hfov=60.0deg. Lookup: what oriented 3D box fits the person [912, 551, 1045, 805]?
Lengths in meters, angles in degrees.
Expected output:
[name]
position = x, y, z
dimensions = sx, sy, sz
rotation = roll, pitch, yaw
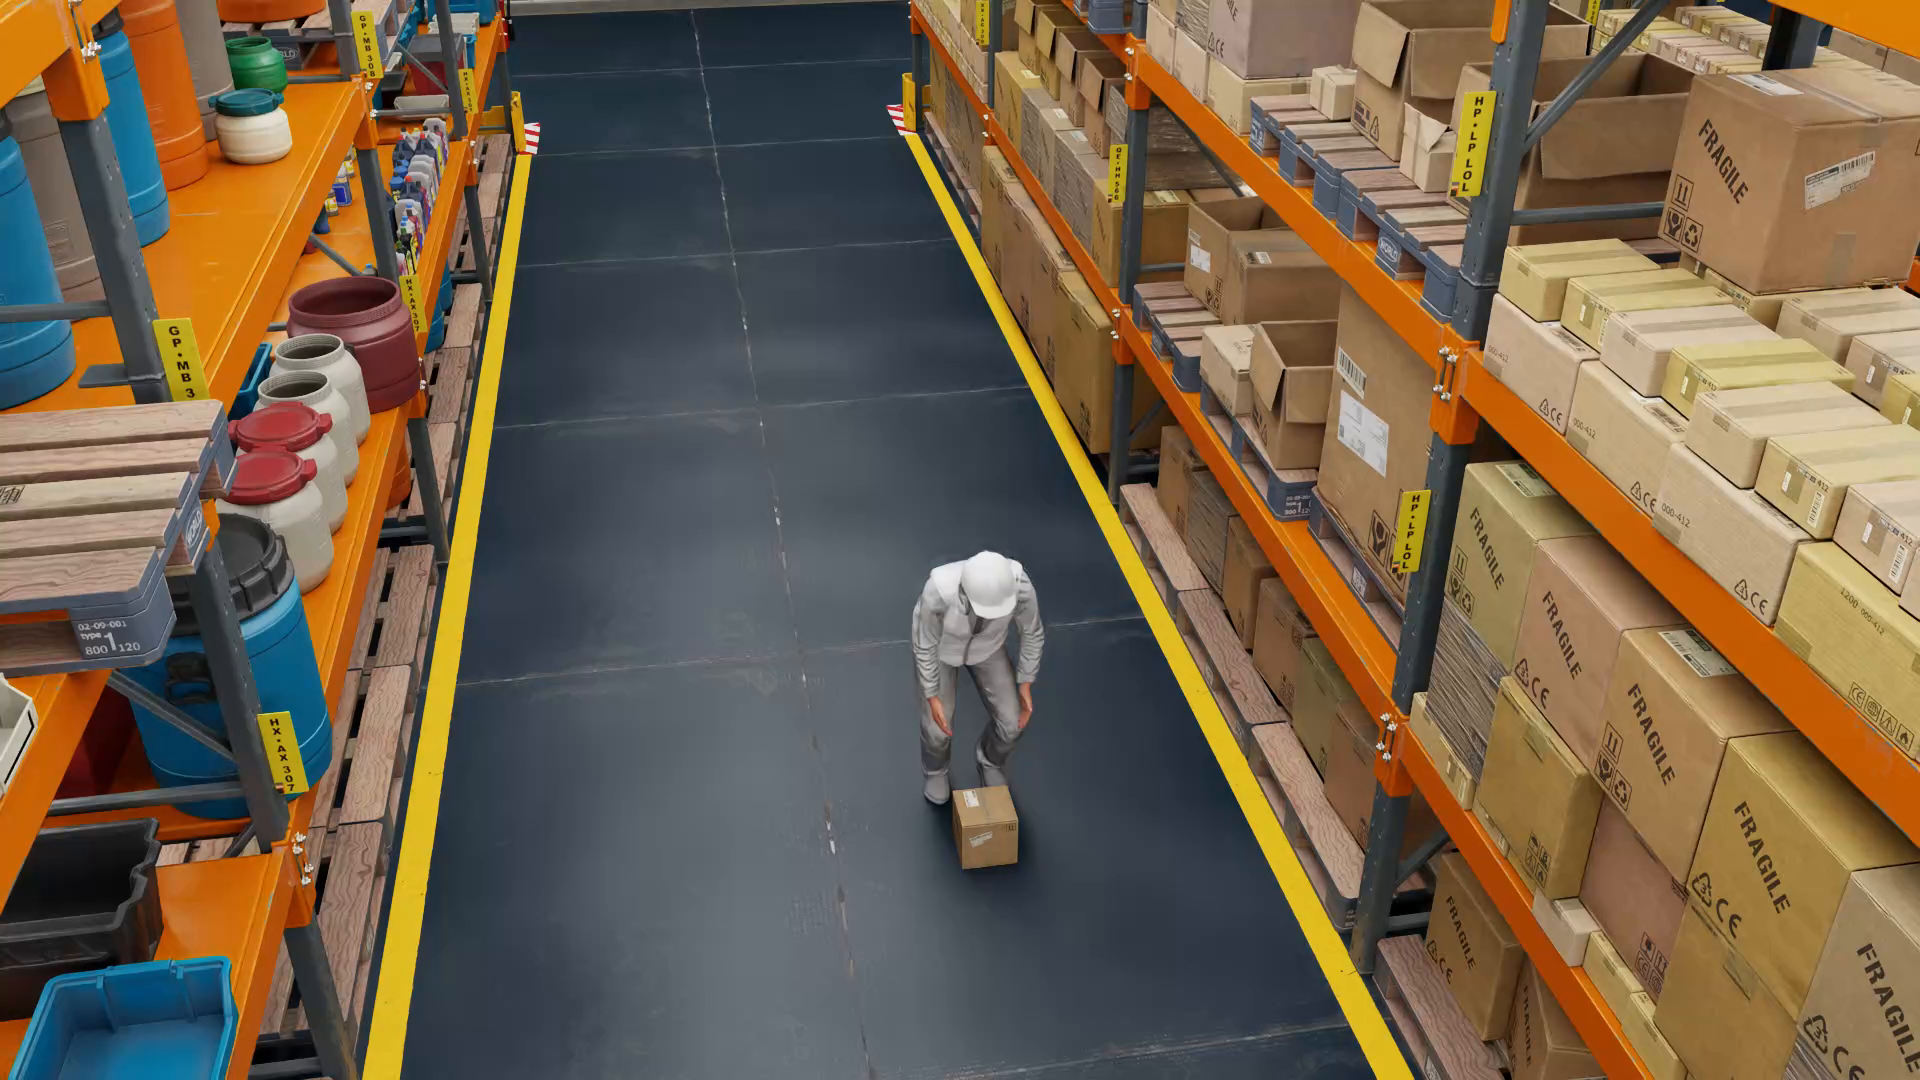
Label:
[person]
position = 0.071, 0.559, 7.487
dimensions = 0.591, 1.449, 0.753
rotation = -5, 31, -9
